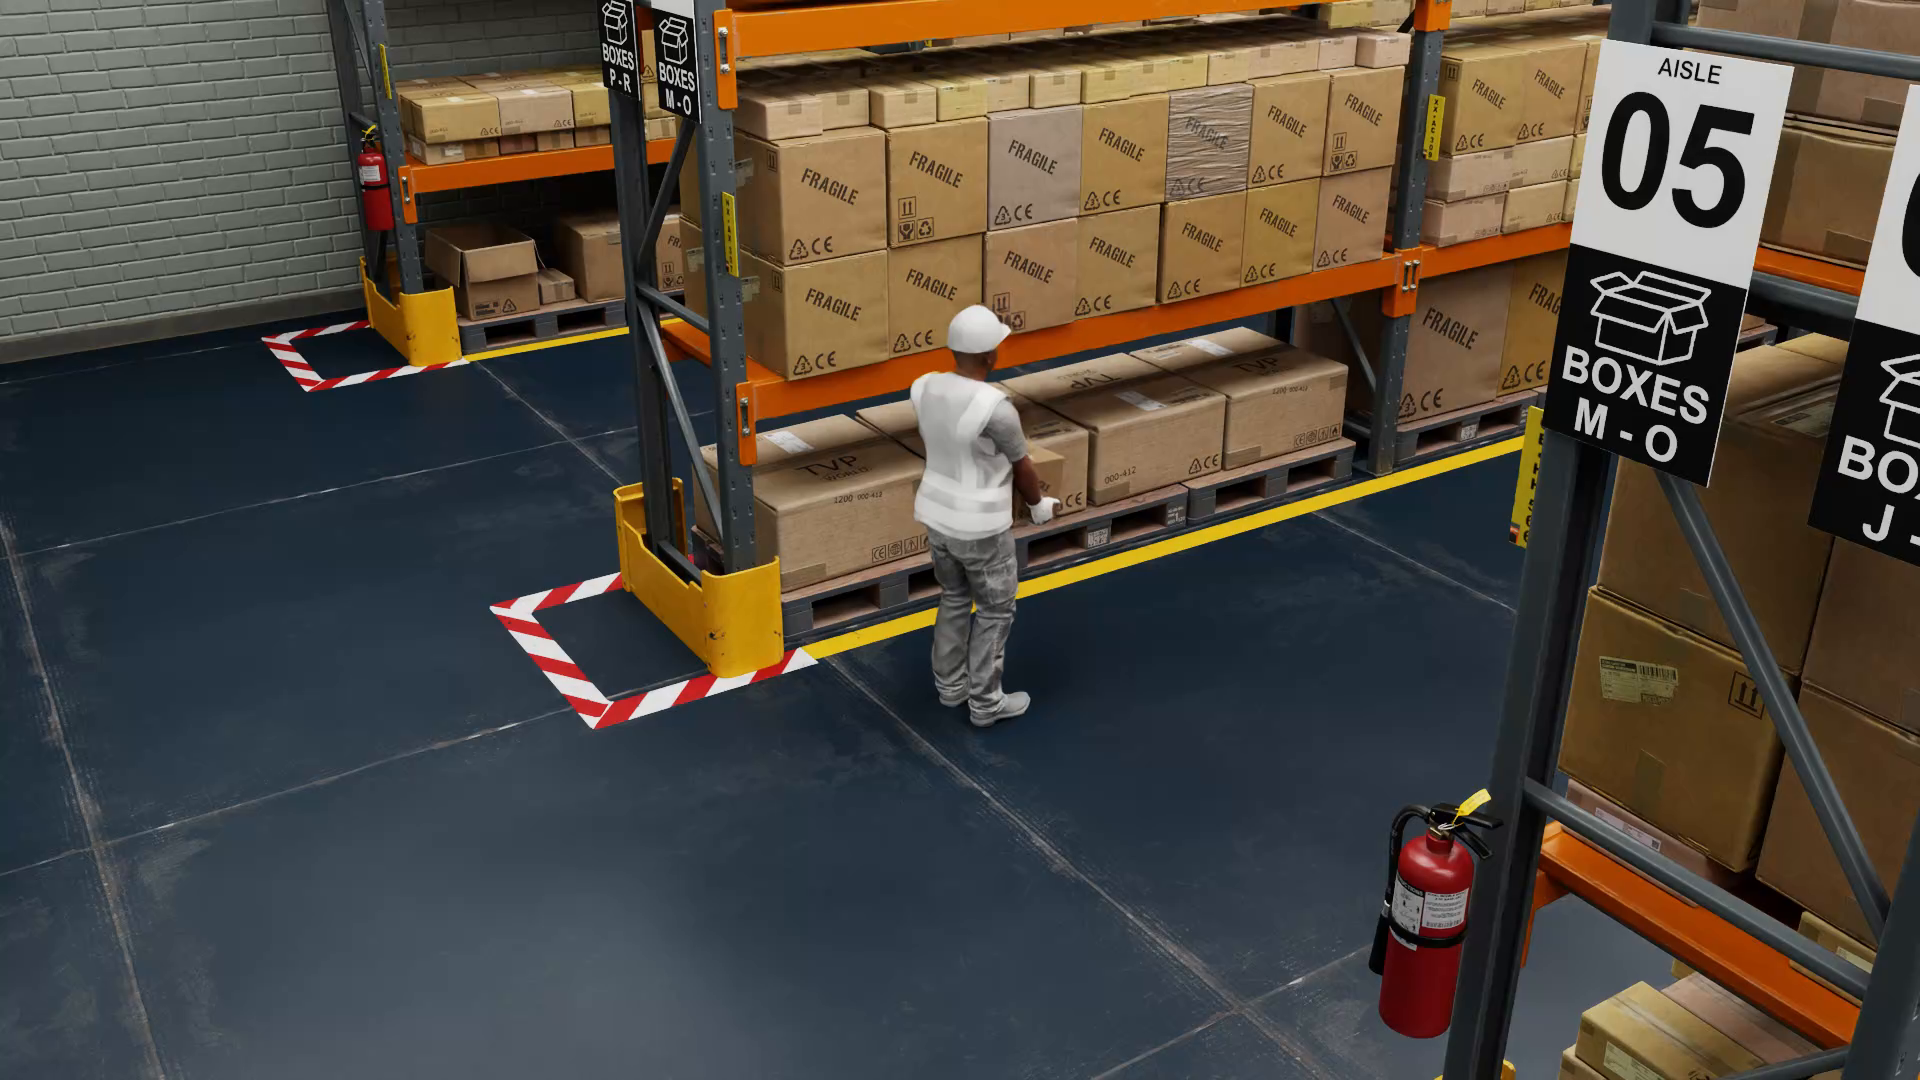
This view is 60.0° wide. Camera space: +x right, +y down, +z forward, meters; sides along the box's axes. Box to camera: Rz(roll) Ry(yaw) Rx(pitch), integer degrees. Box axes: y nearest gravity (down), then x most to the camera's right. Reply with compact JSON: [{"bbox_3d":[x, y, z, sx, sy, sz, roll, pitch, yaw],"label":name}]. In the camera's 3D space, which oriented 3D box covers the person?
[{"bbox_3d":[0.099,-0.109,6.819,0.580,1.781,0.491,-20,32,-37],"label":"person"}]
